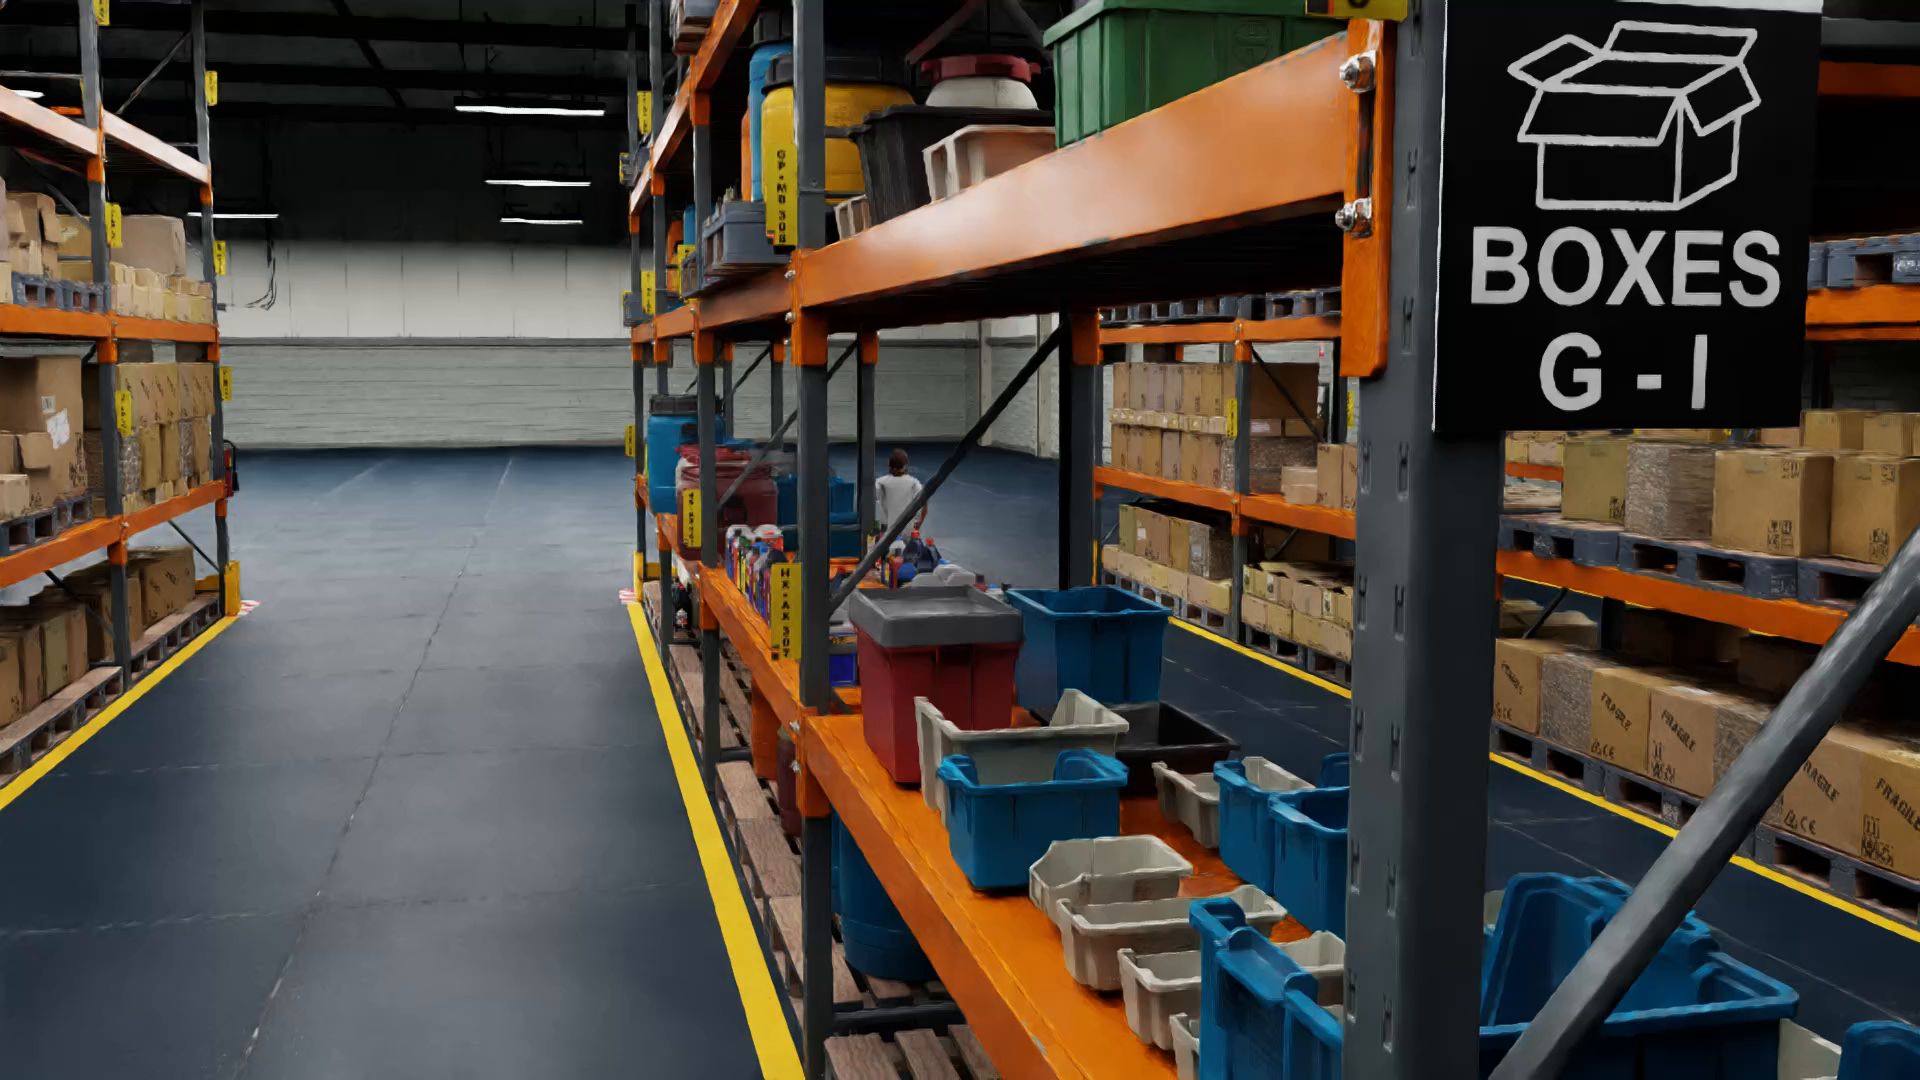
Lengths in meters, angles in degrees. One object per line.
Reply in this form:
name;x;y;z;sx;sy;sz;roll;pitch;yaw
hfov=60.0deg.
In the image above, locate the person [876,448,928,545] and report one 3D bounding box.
person;-0.652;-0.072;16.022;0.607;1.630;0.462;-3;7;-24
